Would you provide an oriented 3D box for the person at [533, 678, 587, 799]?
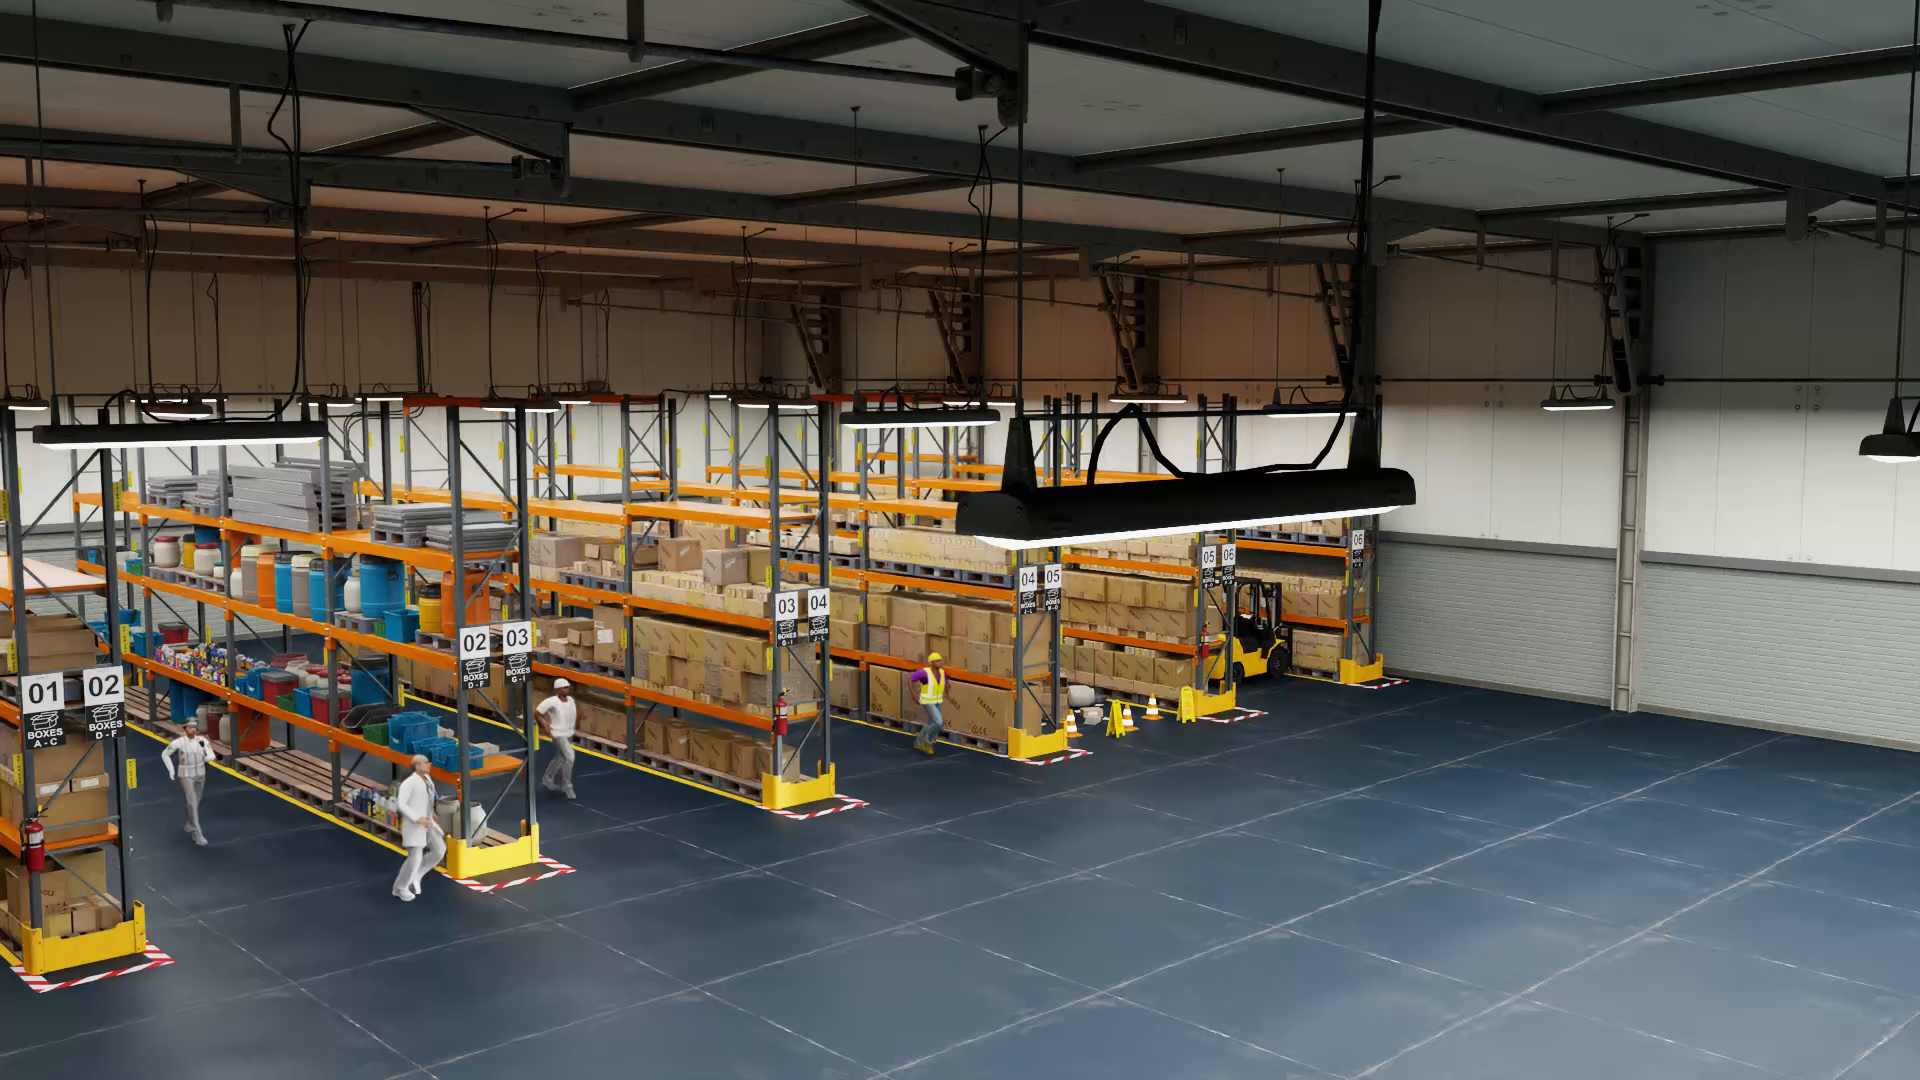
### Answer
[{"bbox_3d":[-6.062,3.012,25.318,0.785,1.832,0.674,2,6,21],"label":"person"}]

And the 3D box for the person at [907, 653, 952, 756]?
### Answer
[{"bbox_3d":[-0.479,2.754,28.003,0.767,1.738,0.677,5,8,43],"label":"person"}]

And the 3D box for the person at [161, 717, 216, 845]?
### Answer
[{"bbox_3d":[-10.526,3.260,22.799,0.856,1.708,0.599,4,7,39],"label":"person"}]

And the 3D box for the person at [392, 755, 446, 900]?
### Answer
[{"bbox_3d":[-6.618,3.500,20.437,0.595,1.720,0.773,2,6,16],"label":"person"}]
